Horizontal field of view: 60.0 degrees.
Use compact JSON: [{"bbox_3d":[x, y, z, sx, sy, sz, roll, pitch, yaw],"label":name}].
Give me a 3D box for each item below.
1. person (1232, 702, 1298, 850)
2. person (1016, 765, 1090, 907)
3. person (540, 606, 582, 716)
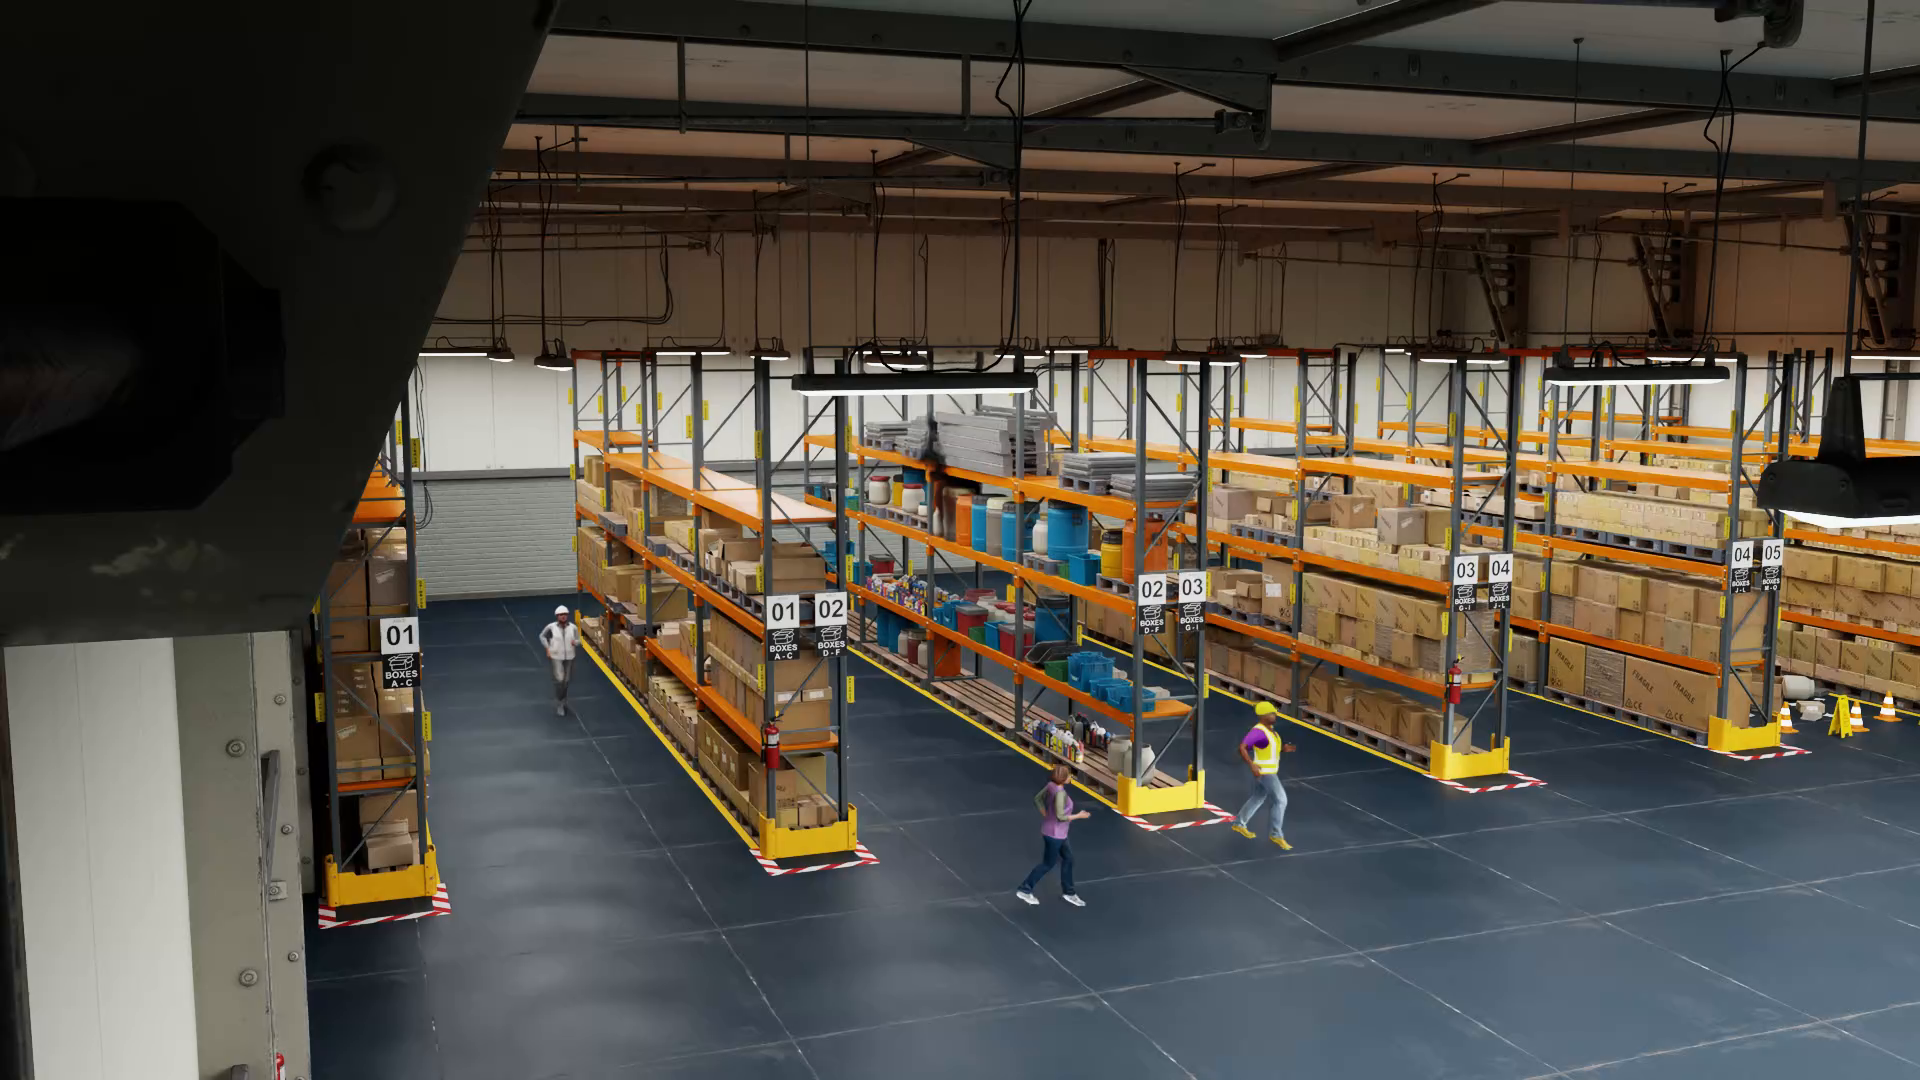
[{"bbox_3d":[3.764,2.898,20.569,0.787,1.819,0.674,2,7,15],"label":"person"},{"bbox_3d":[1.022,3.273,18.304,0.809,1.632,0.499,0,7,-2],"label":"person"},{"bbox_3d":[-6.651,2.007,27.837,0.638,1.835,0.781,-4,8,-30],"label":"person"}]
